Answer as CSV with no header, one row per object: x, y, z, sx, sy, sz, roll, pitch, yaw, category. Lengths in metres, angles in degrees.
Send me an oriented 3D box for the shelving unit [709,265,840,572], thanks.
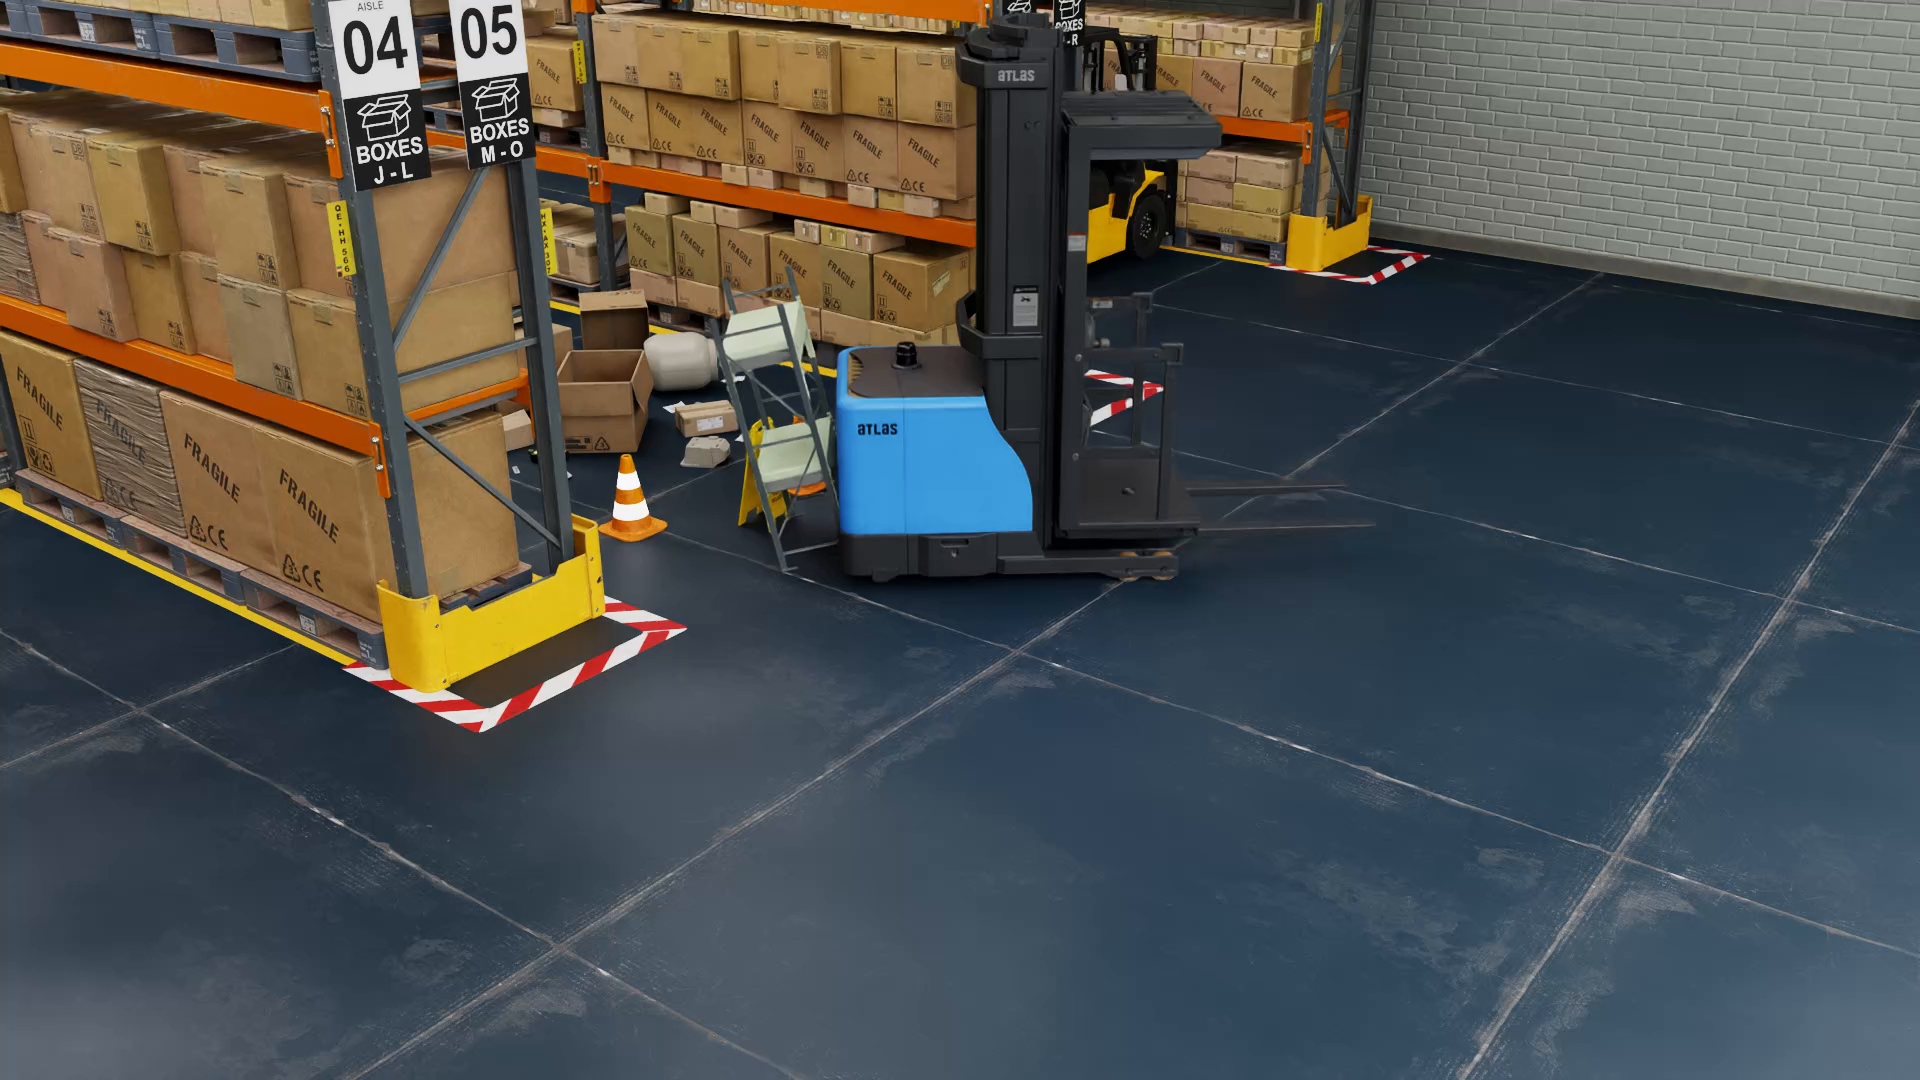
-0.973,-0.683,9.324,0.431,1.500,0.755,-12,25,3,shelving unit

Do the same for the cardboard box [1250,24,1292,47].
2.858,-4.625,15.230,0.250,0.149,0.380,17,29,33,cardboard box

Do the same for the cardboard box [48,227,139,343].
-4.458,-1.511,9.273,0.550,0.550,0.875,17,29,33,cardboard box

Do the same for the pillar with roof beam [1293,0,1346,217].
0.889,-5.894,11.967,0.400,9.000,9.100,17,29,33,pillar with roof beam

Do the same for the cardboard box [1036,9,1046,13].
0.836,-5.259,16.668,0.250,0.149,0.380,16,29,32,cardboard box

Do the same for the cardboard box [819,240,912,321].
-0.704,-1.988,12.501,0.500,0.500,0.500,18,30,35,cardboard box

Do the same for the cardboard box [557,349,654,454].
-2.411,-0.942,11.263,0.637,0.503,0.797,-1,24,-3,cardboard box

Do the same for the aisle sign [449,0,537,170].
-2.138,-2.124,7.626,0.004,0.787,0.394,17,29,33,aisle sign

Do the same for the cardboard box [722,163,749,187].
-1.610,-2.836,12.779,0.250,0.149,0.380,17,29,34,cardboard box

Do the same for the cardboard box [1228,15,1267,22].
2.749,-4.905,15.866,0.250,0.149,0.380,17,29,34,cardboard box

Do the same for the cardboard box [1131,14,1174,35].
1.843,-4.945,15.955,0.250,0.149,0.380,17,29,34,cardboard box

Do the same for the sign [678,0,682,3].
-3.232,-6.329,19.057,0.005,0.325,0.100,17,29,33,sign

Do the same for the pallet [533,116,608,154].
-3.212,-3.587,14.410,1.213,0.211,1.003,17,29,33,pallet

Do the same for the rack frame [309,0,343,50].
-2.375,-3.600,6.760,0.127,3.000,1.000,17,29,33,rack frame

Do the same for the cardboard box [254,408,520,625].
-2.957,-0.217,8.637,0.875,0.875,0.875,17,29,34,cardboard box

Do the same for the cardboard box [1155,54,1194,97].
2.116,-4.411,15.917,0.500,0.500,0.500,16,29,32,cardboard box

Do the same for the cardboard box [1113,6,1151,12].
1.728,-5.225,16.590,0.250,0.149,0.380,16,29,33,cardboard box

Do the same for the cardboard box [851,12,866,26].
-0.964,-5.636,17.894,0.250,0.149,0.380,16,28,32,cardboard box

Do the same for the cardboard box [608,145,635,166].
-2.628,-3.149,13.488,0.250,0.149,0.380,17,29,33,cardboard box

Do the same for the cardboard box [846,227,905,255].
-0.618,-2.227,12.238,0.250,0.149,0.380,18,29,35,cardboard box

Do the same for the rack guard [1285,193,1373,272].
3.506,-2.929,15.777,0.348,0.500,1.175,17,29,33,rack guard

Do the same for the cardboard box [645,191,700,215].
-2.313,-2.738,13.399,0.250,0.149,0.380,17,29,34,cardboard box

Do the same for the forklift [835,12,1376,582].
0.819,-1.321,9.114,3.031,2.935,1.130,-1,24,-3,forklift

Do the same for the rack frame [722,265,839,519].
-0.986,-0.837,9.656,0.400,1.500,0.023,-12,25,3,rack frame

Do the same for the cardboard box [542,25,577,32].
-3.679,-4.268,14.703,0.500,0.500,0.500,17,29,33,cardboard box

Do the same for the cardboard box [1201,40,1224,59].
2.457,-4.613,15.571,0.250,0.149,0.380,17,29,33,cardboard box

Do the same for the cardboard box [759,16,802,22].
-1.898,-5.733,18.608,0.500,0.250,0.500,16,28,32,cardboard box

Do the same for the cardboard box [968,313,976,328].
0.034,-1.694,12.765,0.500,0.250,0.500,17,29,33,cardboard box

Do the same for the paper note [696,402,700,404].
-1.855,-0.977,11.955,0.123,0.001,0.032,17,29,33,paper note

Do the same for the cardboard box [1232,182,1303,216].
2.910,-3.258,15.694,0.500,0.250,0.500,16,29,33,cardboard box

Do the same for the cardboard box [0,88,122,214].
-5.301,-2.284,9.689,0.550,0.550,0.875,17,29,33,cardboard box

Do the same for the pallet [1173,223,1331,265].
2.850,-2.974,16.238,1.213,0.211,1.003,17,29,33,pallet

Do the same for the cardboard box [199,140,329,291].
-3.144,-1.623,8.188,0.550,0.550,0.875,17,29,33,cardboard box

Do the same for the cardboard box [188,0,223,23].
-3.251,-2.444,7.524,0.250,0.149,0.380,17,29,34,cardboard box

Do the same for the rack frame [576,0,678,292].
-2.688,-3.443,13.845,0.127,3.000,1.000,17,29,33,rack frame

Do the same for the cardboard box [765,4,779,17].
-1.965,-5.955,18.618,0.250,0.149,0.380,17,29,34,cardboard box

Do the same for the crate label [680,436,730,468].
-1.664,-0.584,10.905,0.298,0.136,0.250,3,24,6,crate label

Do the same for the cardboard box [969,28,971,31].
0.034,-5.411,17.877,0.500,0.250,0.500,16,29,32,cardboard box

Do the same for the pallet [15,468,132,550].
-5.014,-0.337,10.252,1.213,0.211,1.003,17,29,33,pallet

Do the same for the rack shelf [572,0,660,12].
-4.288,-4.971,14.483,4.000,0.370,1.077,17,29,33,rack shelf

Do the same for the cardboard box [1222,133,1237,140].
2.420,-3.891,16.511,0.500,0.250,0.500,17,29,33,cardboard box

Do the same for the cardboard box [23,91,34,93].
-11.702,-5.238,20.574,0.875,0.438,0.875,16,28,32,cardboard box

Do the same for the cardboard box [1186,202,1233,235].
2.529,-3.147,16.063,0.500,0.250,0.500,17,29,33,cardboard box

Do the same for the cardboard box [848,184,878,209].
-0.600,-2.529,12.082,0.250,0.149,0.380,17,29,34,cardboard box

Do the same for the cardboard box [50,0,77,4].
-4.271,-2.752,8.222,0.250,0.149,0.380,17,29,34,cardboard box

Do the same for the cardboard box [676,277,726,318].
-1.943,-2.022,13.508,0.500,0.250,0.500,19,30,36,cardboard box

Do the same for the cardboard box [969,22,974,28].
0.134,-5.543,17.681,0.250,0.149,0.380,16,28,32,cardboard box

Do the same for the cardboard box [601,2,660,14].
-3.953,-6.287,19.965,0.500,0.250,0.500,15,28,31,cardboard box

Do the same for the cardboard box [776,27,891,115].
-0.897,-3.384,11.976,0.500,0.500,0.700,16,29,33,cardboard box

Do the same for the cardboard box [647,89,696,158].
-2.087,-3.315,13.061,0.500,0.500,0.500,17,29,33,cardboard box

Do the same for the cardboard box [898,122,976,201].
-0.086,-2.700,11.666,0.500,0.500,0.500,16,29,32,cardboard box
